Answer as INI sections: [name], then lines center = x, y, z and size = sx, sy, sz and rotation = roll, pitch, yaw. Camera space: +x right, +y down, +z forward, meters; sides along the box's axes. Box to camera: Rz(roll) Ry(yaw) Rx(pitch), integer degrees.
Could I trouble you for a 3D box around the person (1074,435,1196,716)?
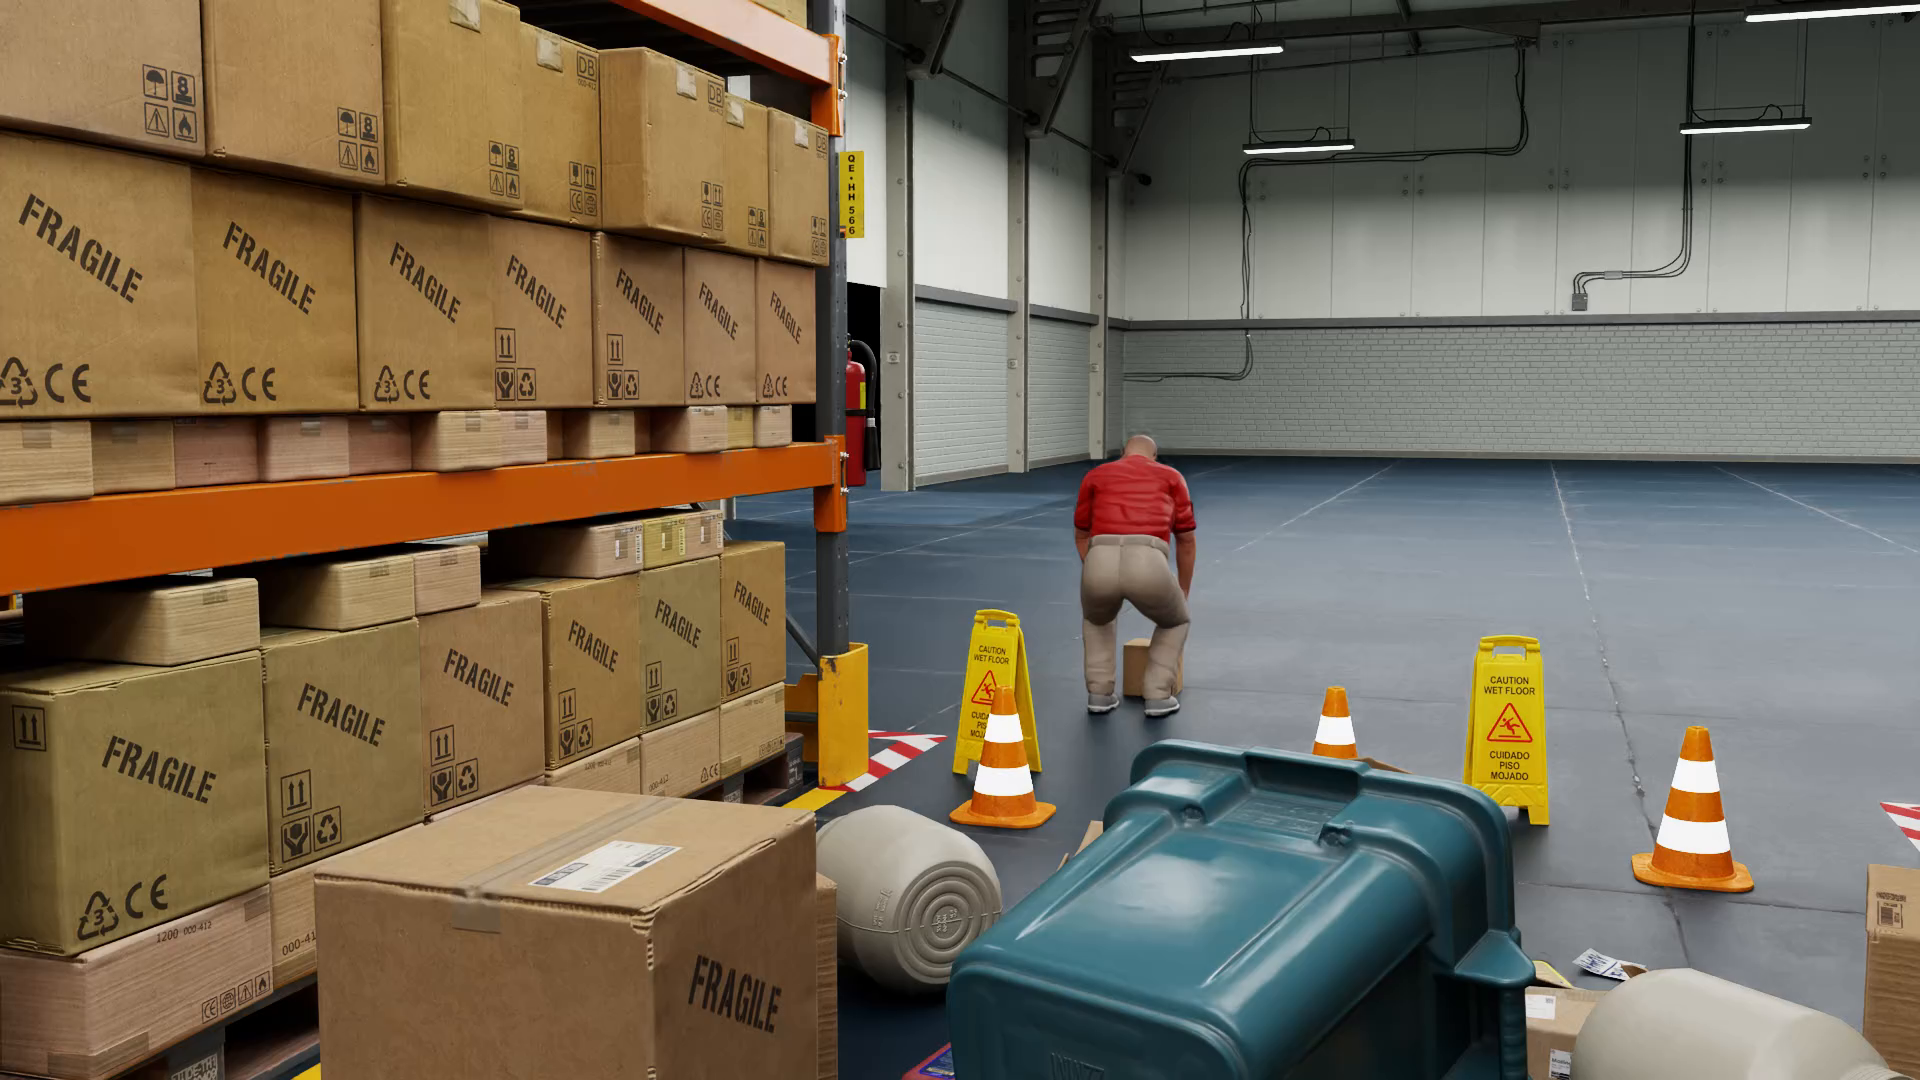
[person]
center = 0.792, 0.157, 7.826
size = 0.588, 1.289, 0.770
rotation = 2, 5, 19
